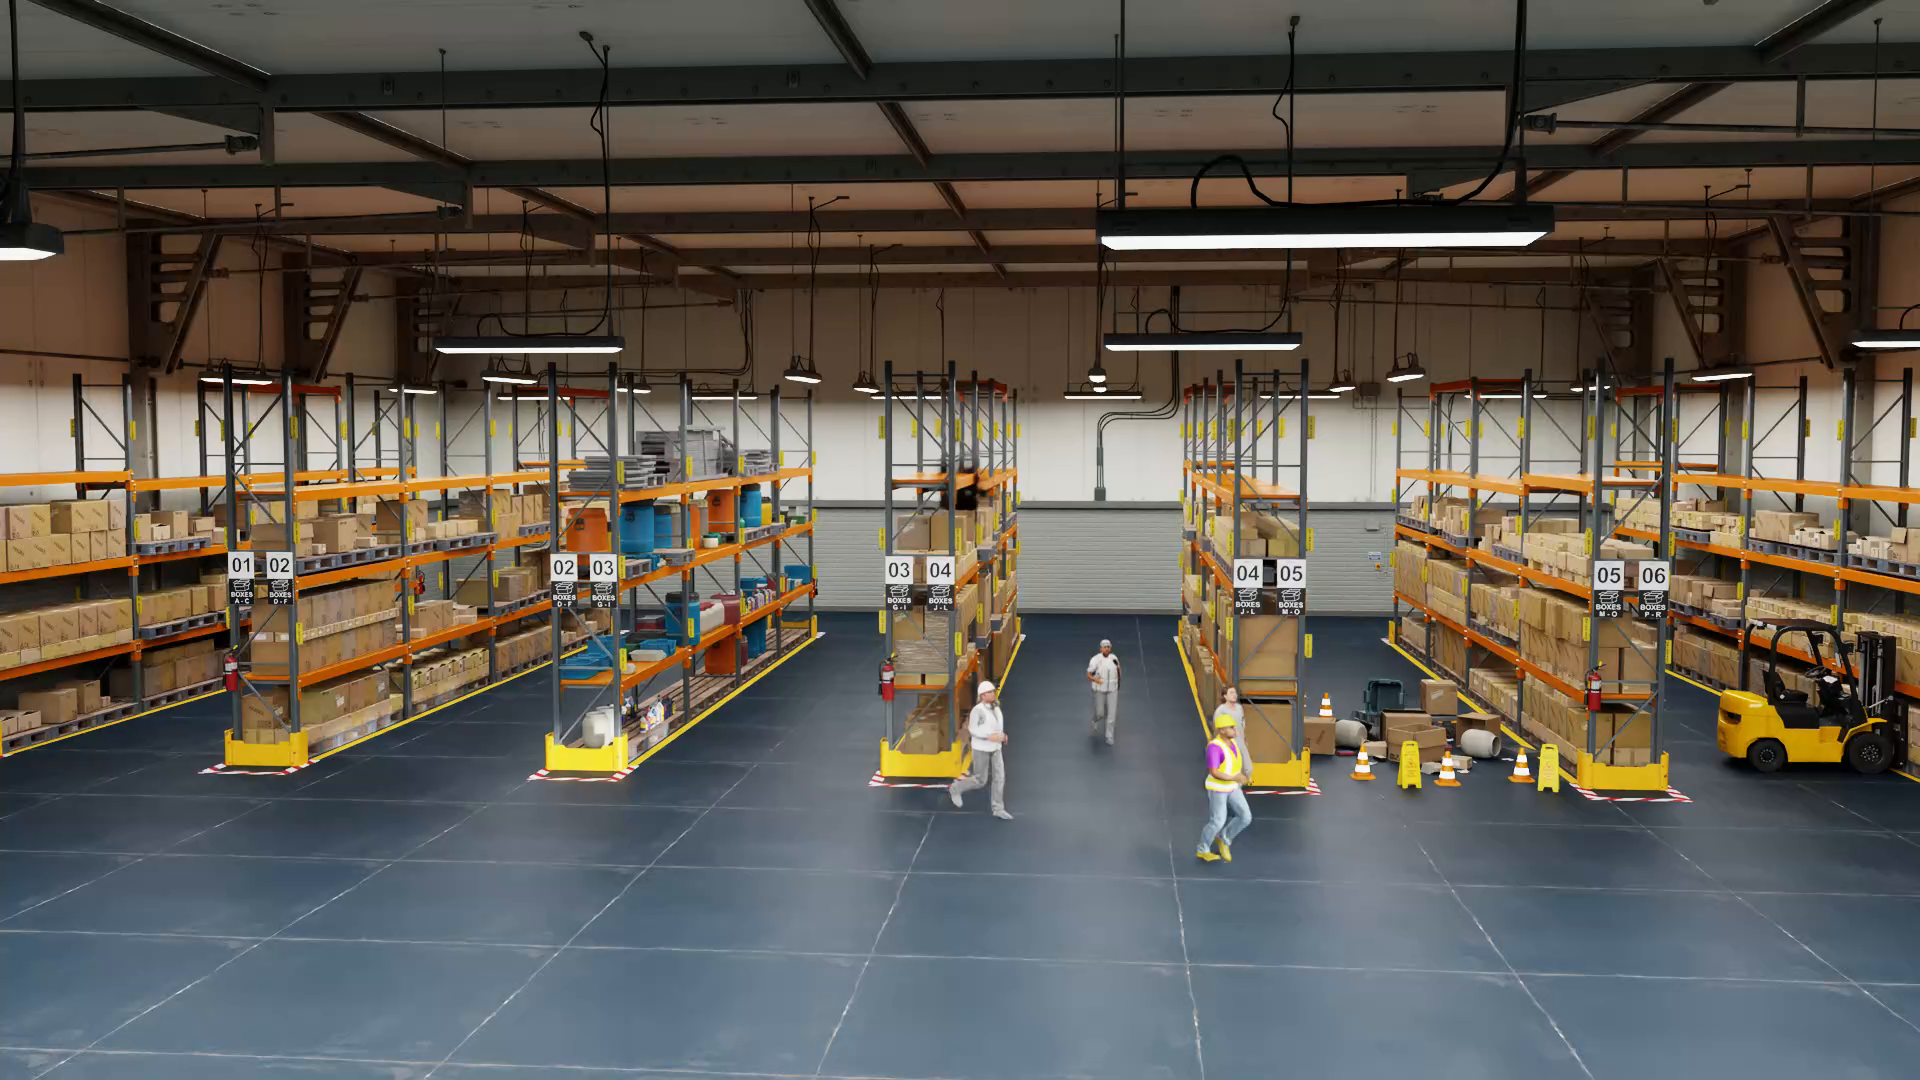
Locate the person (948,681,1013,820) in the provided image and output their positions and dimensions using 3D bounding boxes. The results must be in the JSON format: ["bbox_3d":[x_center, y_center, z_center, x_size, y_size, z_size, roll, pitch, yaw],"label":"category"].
[{"bbox_3d":[0.312,2.709,21.599,0.904,1.775,0.670,3,5,39],"label":"person"}]

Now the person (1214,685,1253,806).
[{"bbox_3d":[3.637,2.731,22.048,0.568,1.624,0.518,-2,4,-25],"label":"person"}]

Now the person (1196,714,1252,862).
[{"bbox_3d":[3.068,2.865,19.135,0.757,1.737,0.673,3,5,41],"label":"person"}]

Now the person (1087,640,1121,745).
[{"bbox_3d":[2.336,2.416,26.717,0.609,1.641,0.886,-1,4,-10],"label":"person"}]
